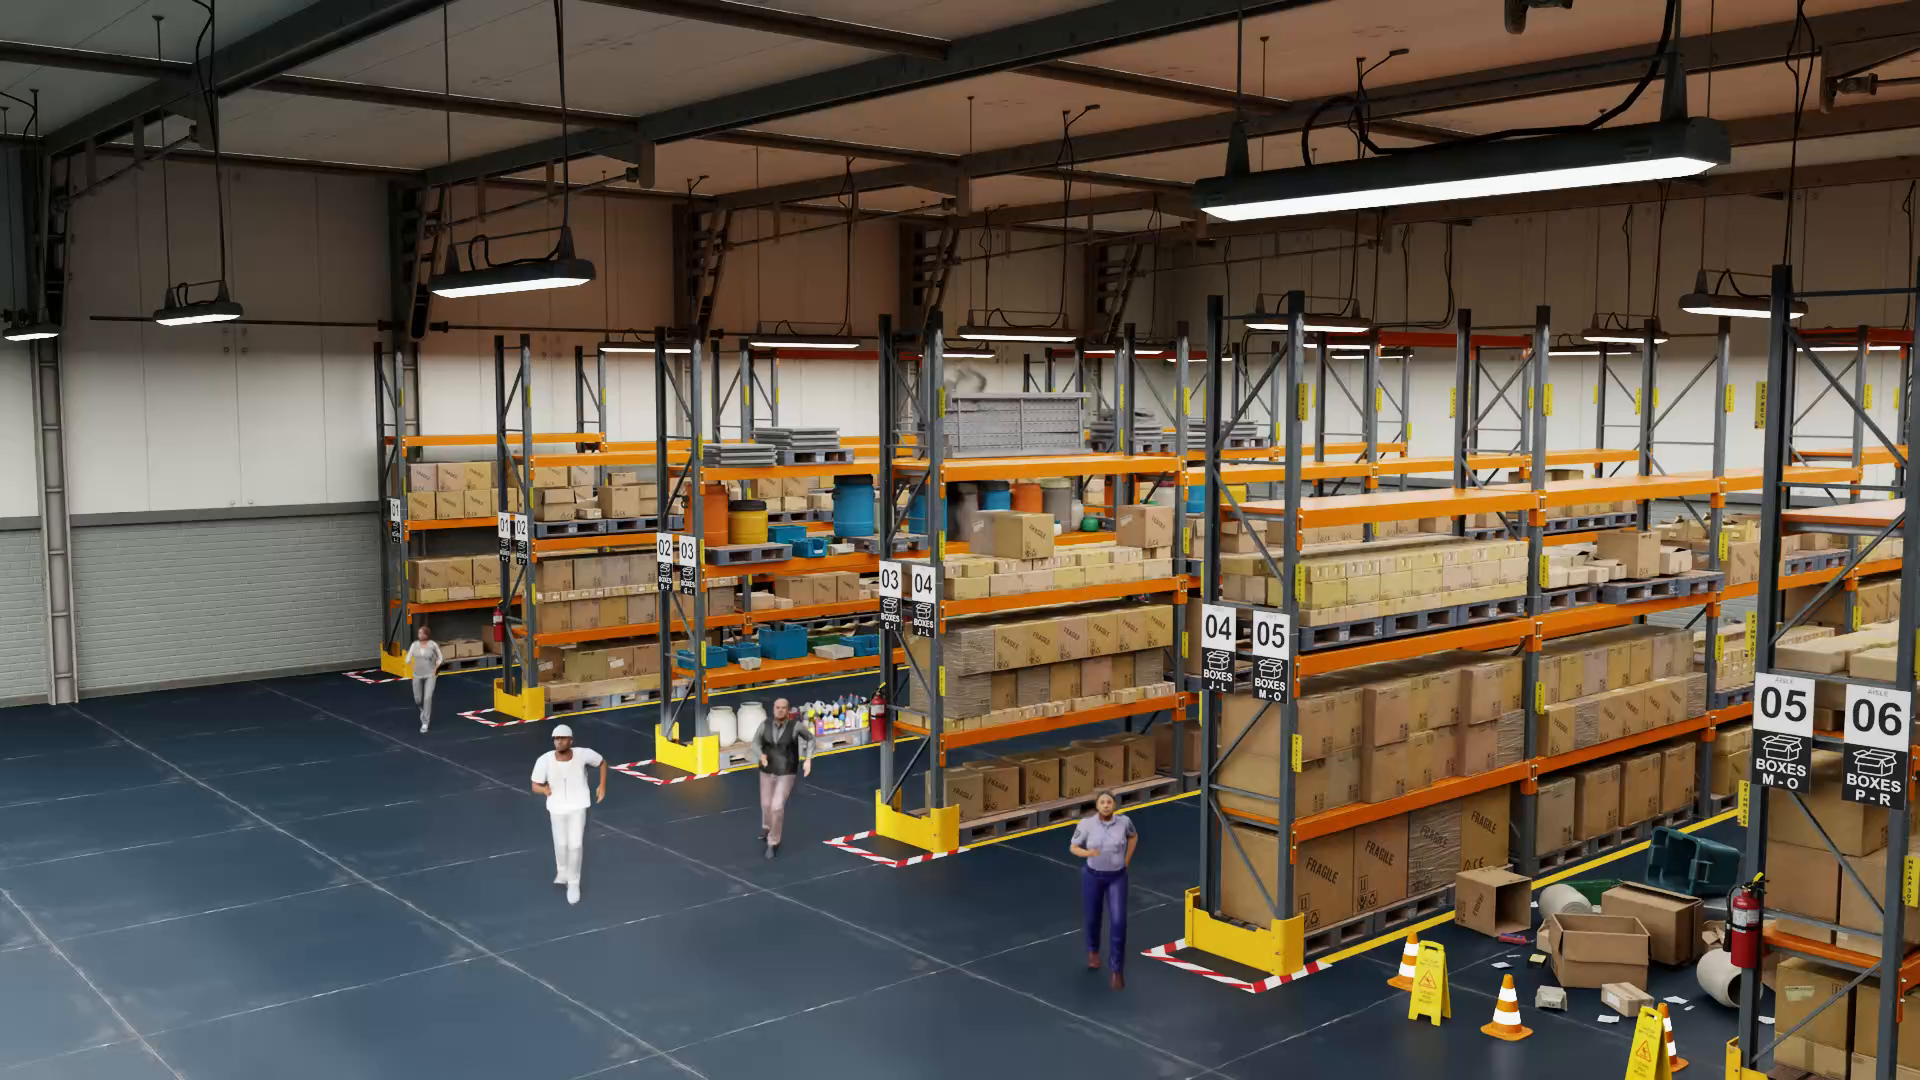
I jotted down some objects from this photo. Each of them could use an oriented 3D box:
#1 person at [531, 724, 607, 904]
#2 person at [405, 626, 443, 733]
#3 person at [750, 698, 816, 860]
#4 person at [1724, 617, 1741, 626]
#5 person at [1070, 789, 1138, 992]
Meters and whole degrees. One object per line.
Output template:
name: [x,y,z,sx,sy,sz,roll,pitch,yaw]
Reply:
person: [-3.973,2.751,16.914,0.710,1.800,0.894,0,5,-3]
person: [-8.136,2.092,25.246,0.535,1.592,0.602,-1,5,-6]
person: [-1.992,2.639,18.545,0.705,1.794,0.746,1,5,11]
person: [11.716,2.041,25.260,0.727,1.761,0.624,-4,7,-39]
person: [1.261,3.022,14.576,0.600,1.706,0.732,0,5,4]
